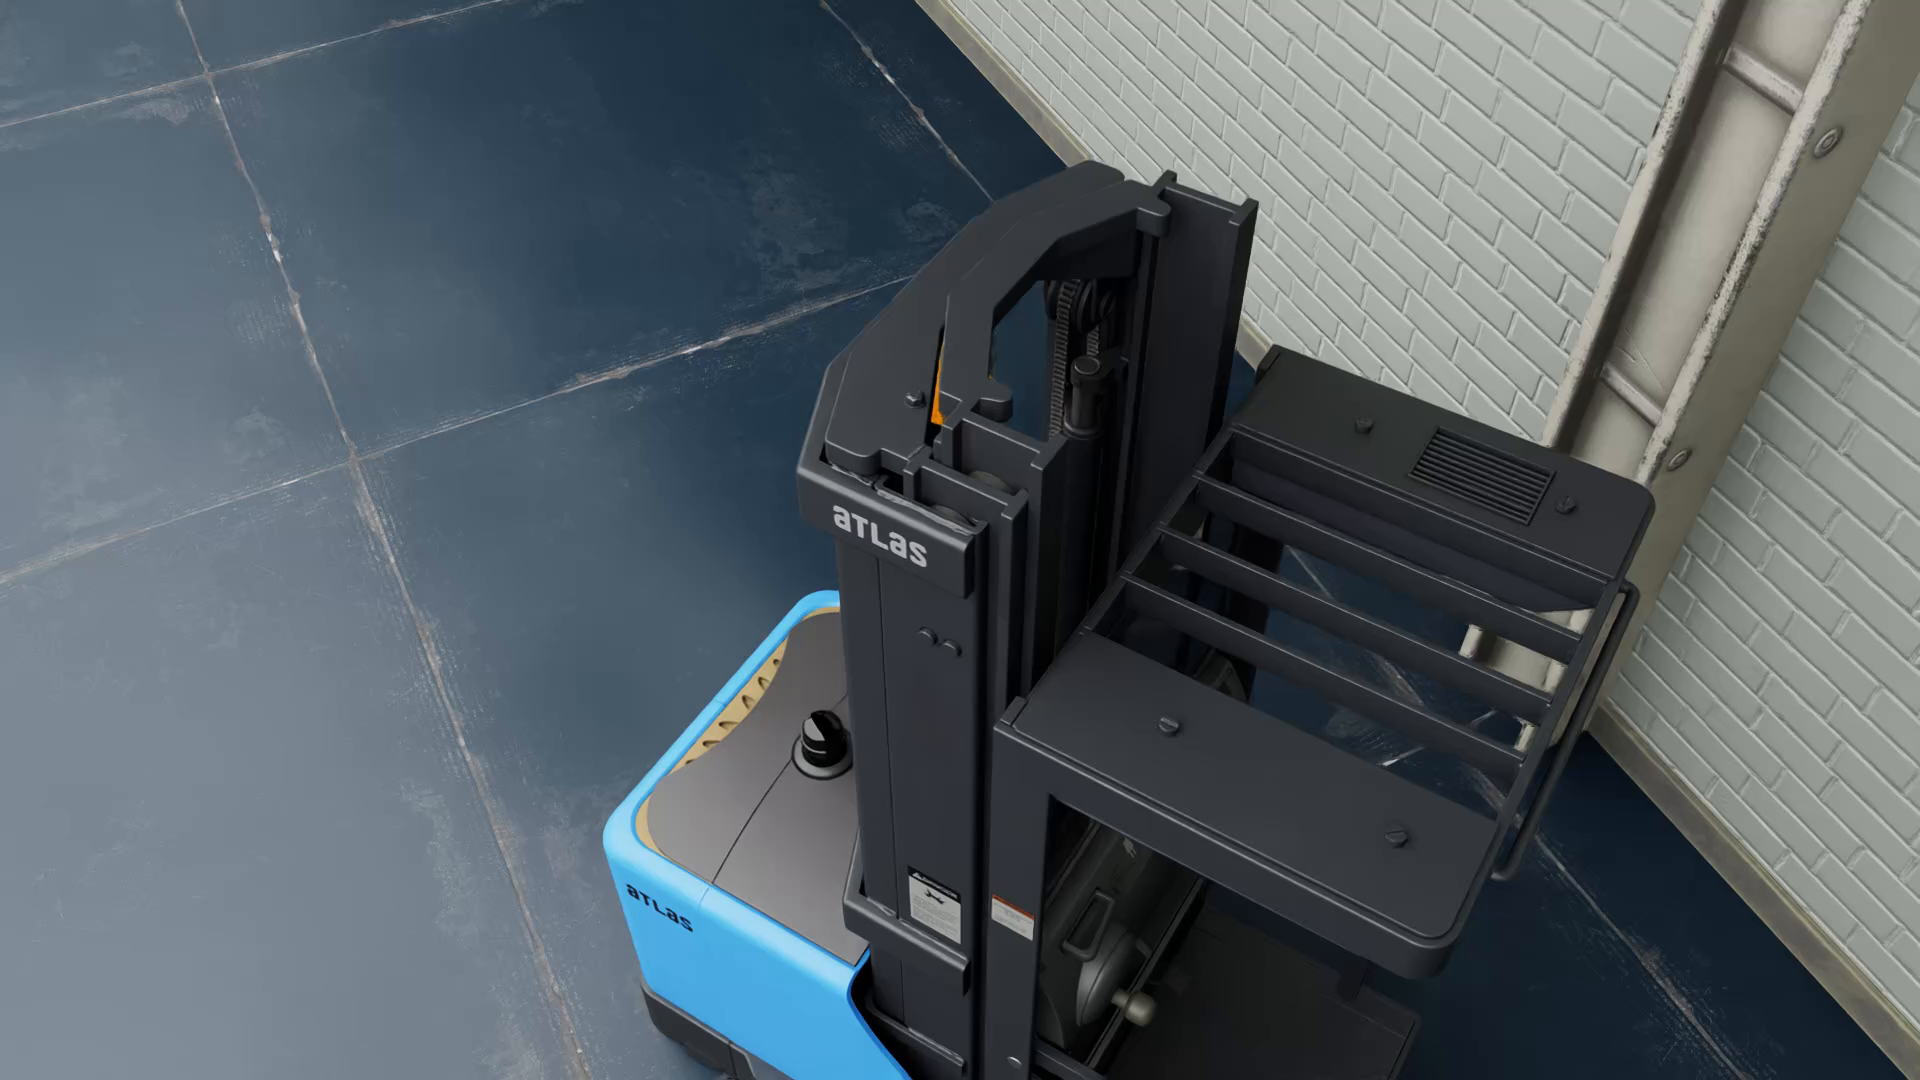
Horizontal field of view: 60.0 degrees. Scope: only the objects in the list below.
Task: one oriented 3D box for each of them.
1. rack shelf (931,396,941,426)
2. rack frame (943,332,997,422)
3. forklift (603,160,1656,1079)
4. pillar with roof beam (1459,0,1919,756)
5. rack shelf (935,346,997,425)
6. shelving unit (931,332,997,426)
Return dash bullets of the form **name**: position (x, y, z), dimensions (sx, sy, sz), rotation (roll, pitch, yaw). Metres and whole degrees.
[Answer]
- **rack shelf**: position (-0.025, -0.374, 5.894), dimensions (0.215, 0.259, 0.240), rotation (-21, 52, -18)
- **rack frame**: position (0.031, -0.300, 5.815), dimensions (0.200, 1.050, 0.008), rotation (-21, 52, -18)
- **forklift**: position (0.600, 0.753, 3.644), dimensions (3.031, 2.935, 1.130), rotation (25, 53, 20)
- **pillar with roof beam**: position (-1.883, -0.925, 1.081), dimensions (9.100, 9.000, 0.400), rotation (-21, 52, -18)
- **rack shelf**: position (-0.025, -0.561, 5.680), dimensions (0.215, 0.259, 0.240), rotation (-21, 52, -18)
- **shelving unit**: position (-0.025, -0.381, 5.886), dimensions (0.215, 1.050, 0.252), rotation (-21, 52, -18)
